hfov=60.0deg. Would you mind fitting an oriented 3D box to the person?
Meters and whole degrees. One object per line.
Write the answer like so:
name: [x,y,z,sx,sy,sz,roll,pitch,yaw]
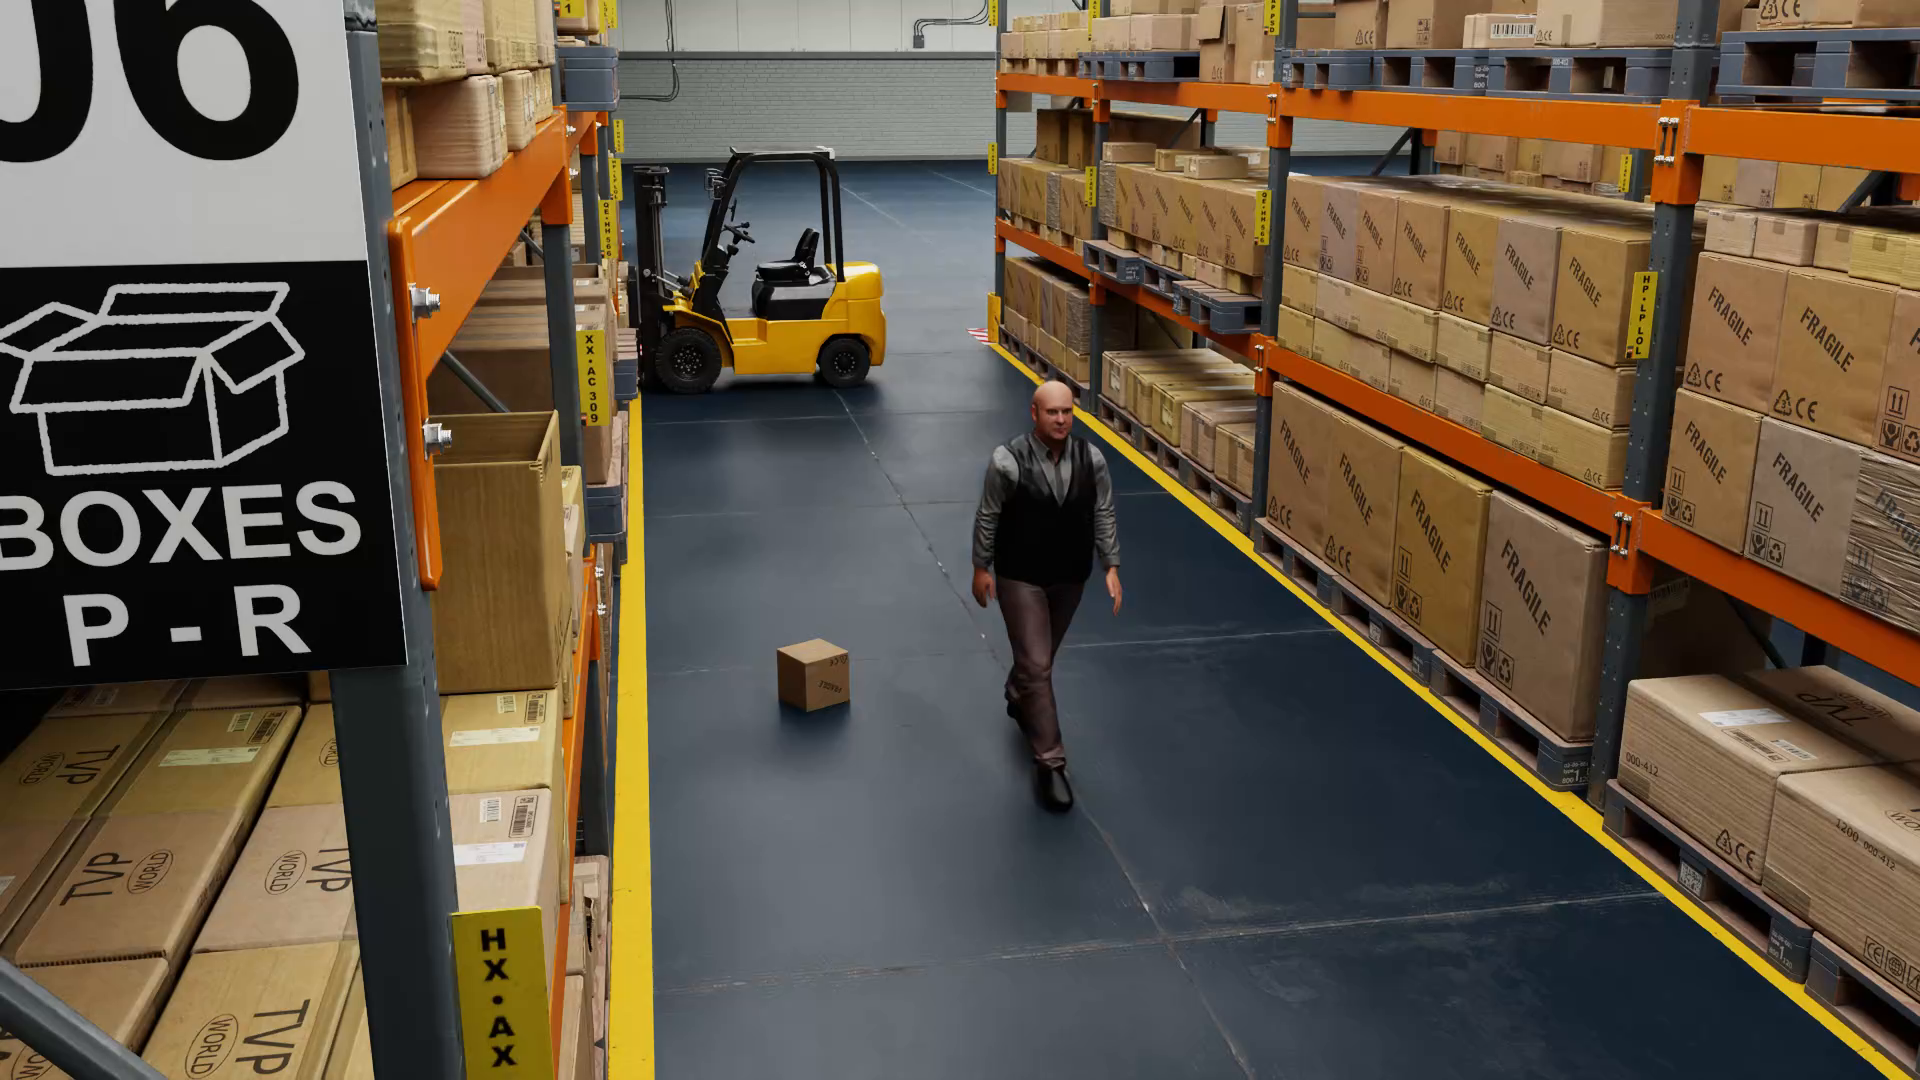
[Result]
person: [0.378,0.201,7.035,0.568,1.580,1.016,-7,18,-22]
